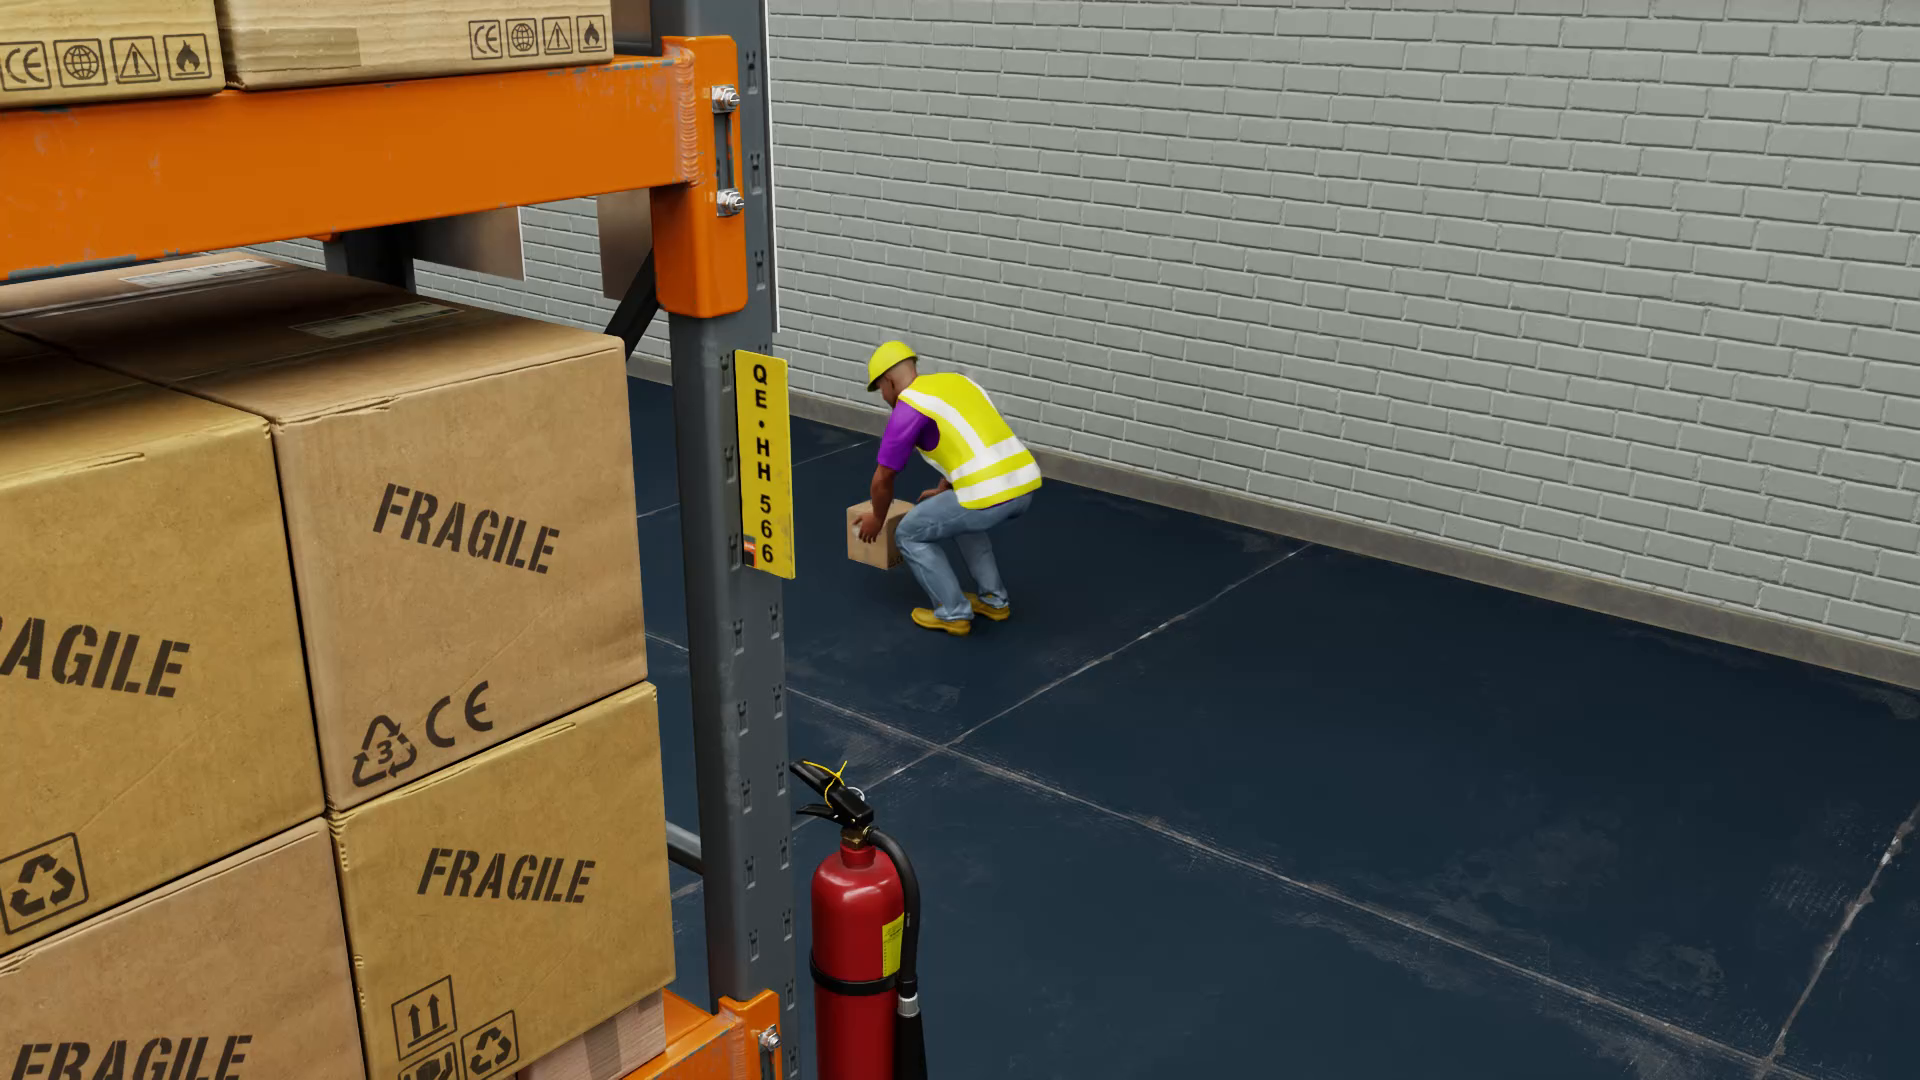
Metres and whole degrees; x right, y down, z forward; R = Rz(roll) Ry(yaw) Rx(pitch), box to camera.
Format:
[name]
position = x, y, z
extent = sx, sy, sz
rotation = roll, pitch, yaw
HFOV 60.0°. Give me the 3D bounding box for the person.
[person]
position = -0.064, -0.226, 7.399
extent = 0.823, 1.260, 0.626
rotation = 16, 25, 36
